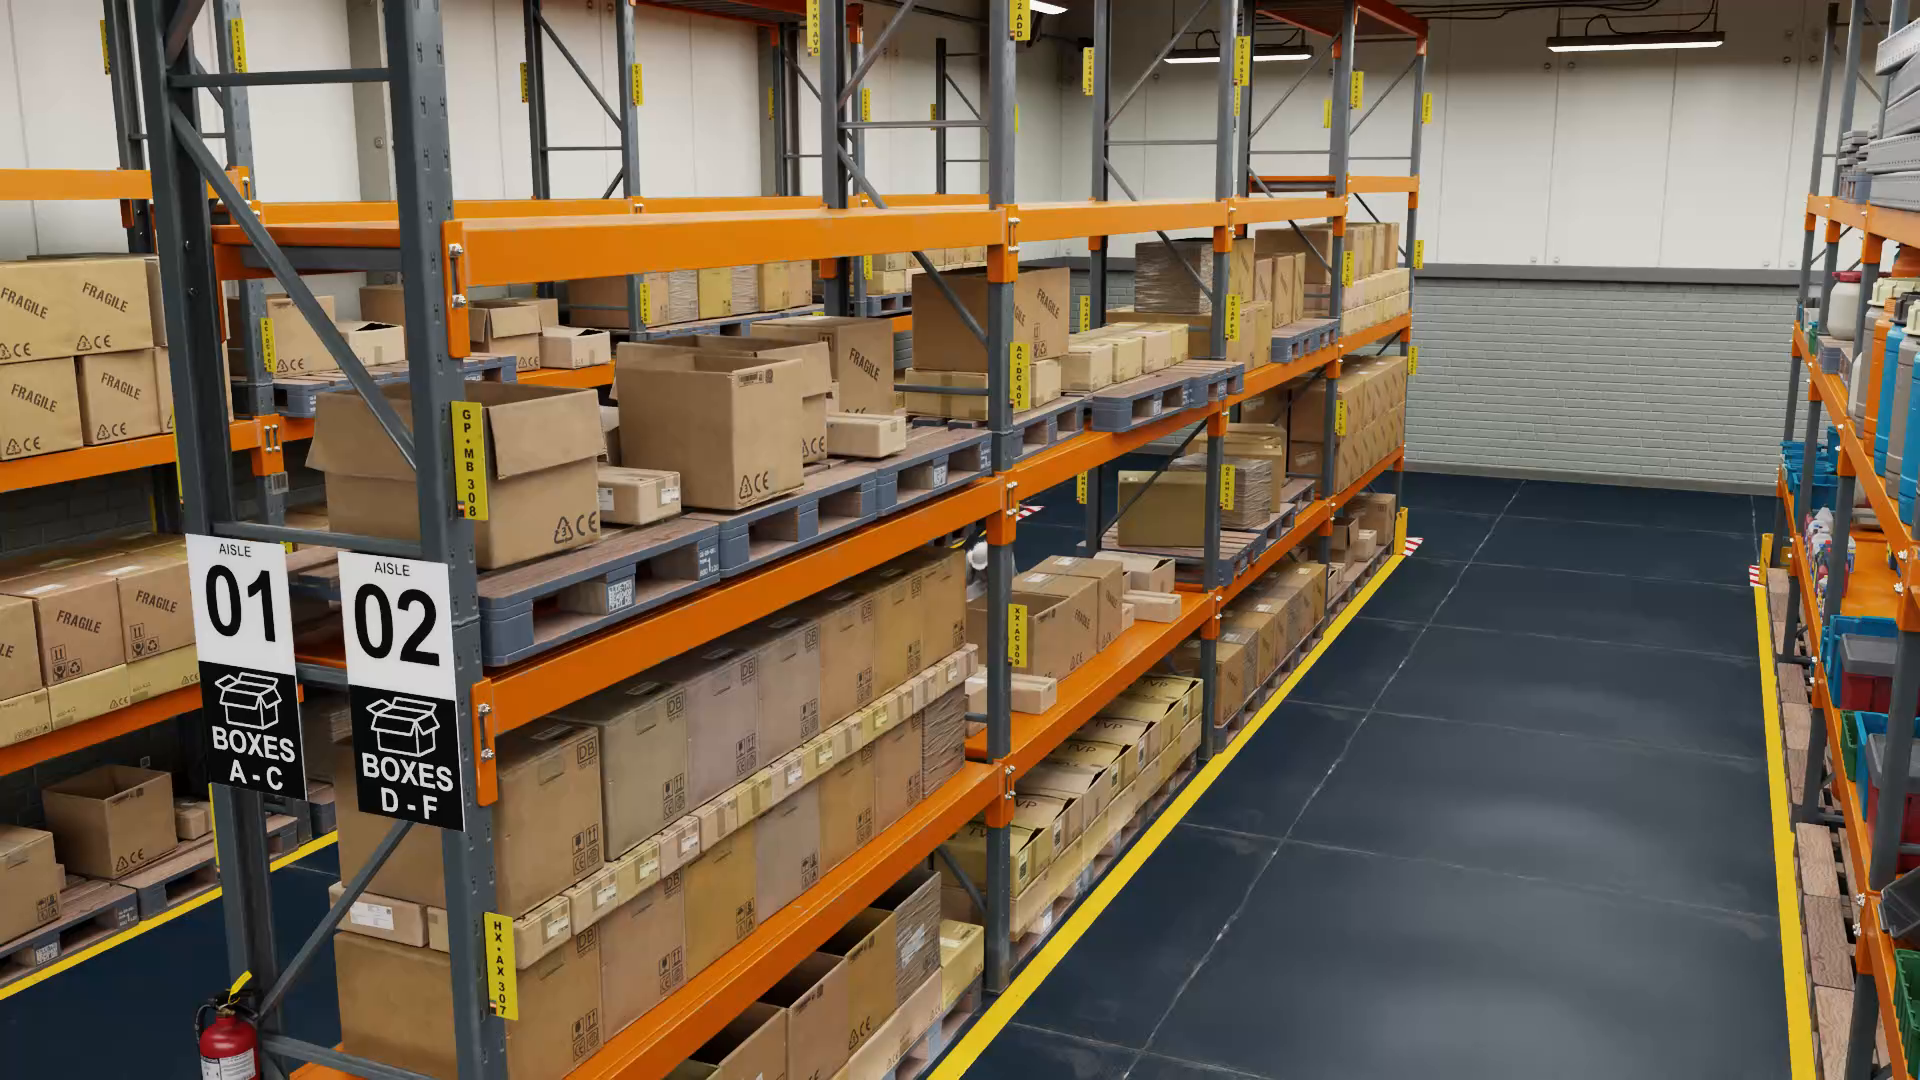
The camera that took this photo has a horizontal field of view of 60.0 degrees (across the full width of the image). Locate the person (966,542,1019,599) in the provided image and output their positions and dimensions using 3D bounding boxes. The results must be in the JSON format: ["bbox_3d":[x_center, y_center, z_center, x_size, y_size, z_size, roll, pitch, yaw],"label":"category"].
[{"bbox_3d":[0.292,0.456,15.637,0.574,1.015,0.882,5,13,23],"label":"person"}]
